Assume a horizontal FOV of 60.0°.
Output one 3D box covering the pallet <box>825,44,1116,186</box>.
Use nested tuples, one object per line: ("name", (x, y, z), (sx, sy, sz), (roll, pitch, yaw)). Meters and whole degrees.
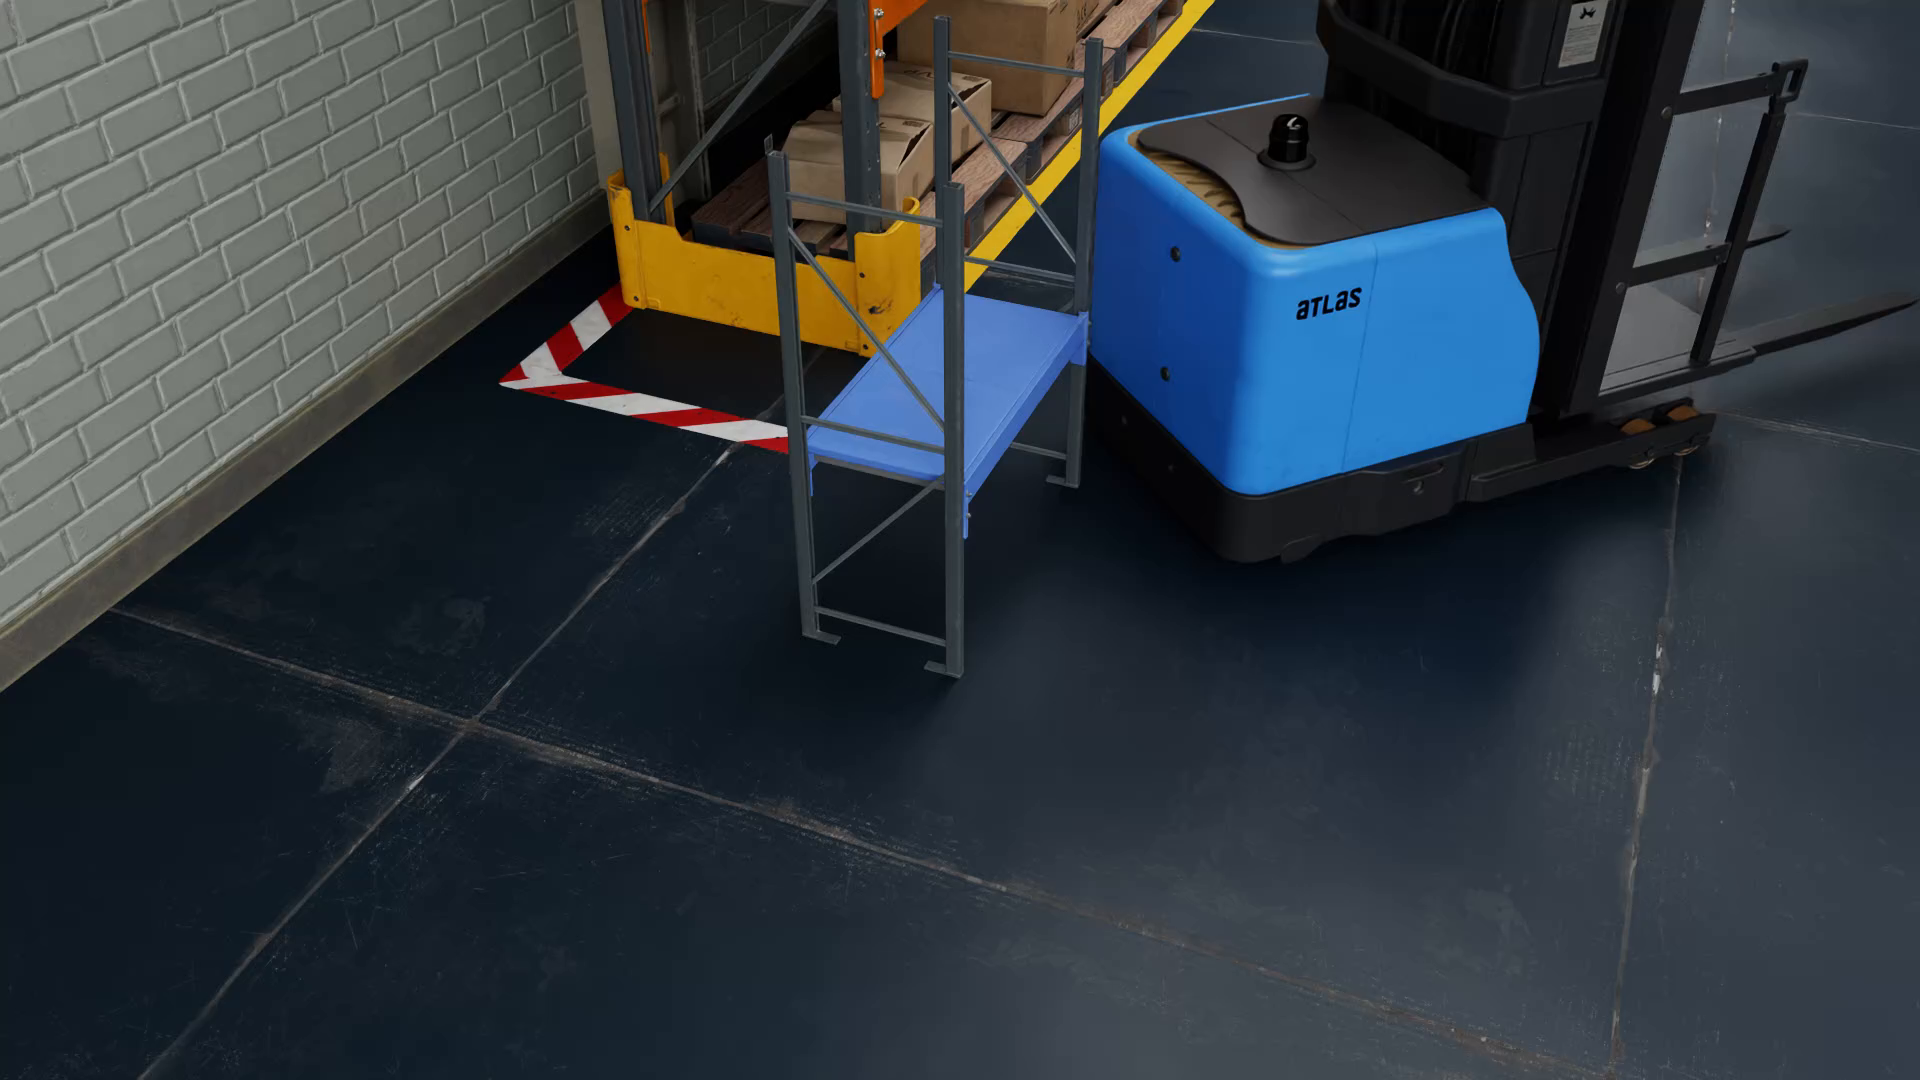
("pallet", (0.074, -2.085, 7.863), (1.003, 0.211, 1.213), (14, 39, 18))

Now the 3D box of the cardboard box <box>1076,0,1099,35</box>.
("cardboard box", (0.401, -2.851, 8.279), (0.500, 0.500, 0.500), (11, 38, 14))

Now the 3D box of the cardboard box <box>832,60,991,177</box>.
("cardboard box", (-0.199, -1.822, 7.061), (0.500, 0.311, 0.500), (17, 40, 21))

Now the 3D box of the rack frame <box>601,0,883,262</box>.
("rack frame", (-0.763, -2.045, 5.480), (1.000, 3.000, 0.127), (14, 39, 18))

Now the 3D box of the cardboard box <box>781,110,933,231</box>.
("cardboard box", (-0.416, -1.507, 6.639), (0.500, 0.311, 0.500), (10, 38, 13))

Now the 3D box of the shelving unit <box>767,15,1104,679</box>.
("shelving unit", (-0.032, -0.554, 4.738), (0.538, 1.500, 1.048), (14, 39, 18))

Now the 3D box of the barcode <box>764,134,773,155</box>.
("barcode", (-0.779, -1.612, 6.771), (0.001, 0.075, 0.075), (14, 39, 18))

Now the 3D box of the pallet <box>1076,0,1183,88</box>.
("pallet", (0.536, -2.763, 8.770), (1.003, 0.211, 1.213), (14, 39, 18))

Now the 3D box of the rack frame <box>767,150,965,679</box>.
("rack frame", (-0.226, -0.272, 4.361), (0.500, 1.500, 0.032), (14, 39, 18))

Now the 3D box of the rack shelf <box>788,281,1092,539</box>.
("rack shelf", (-0.032, -0.409, 4.845), (0.538, 0.185, 1.000), (14, 39, 18))

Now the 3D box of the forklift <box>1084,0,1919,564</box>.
("forklift", (1.979, -1.685, 5.056), (3.031, 2.935, 1.130), (-15, 39, -19))

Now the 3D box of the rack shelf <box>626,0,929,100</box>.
("rack shelf", (-0.002, -2.864, 7.177), (1.077, 0.370, 4.000), (14, 39, 18))

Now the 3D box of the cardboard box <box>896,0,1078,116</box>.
("cardboard box", (0.126, -2.293, 7.533), (0.700, 0.500, 0.500), (11, 38, 15))

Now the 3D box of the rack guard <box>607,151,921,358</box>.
("rack guard", (-0.734, -1.086, 6.285), (1.175, 0.500, 0.348), (14, 39, 18))

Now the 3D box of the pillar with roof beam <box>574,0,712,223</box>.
("pillar with roof beam", (2.685, -4.052, 3.155), (9.100, 9.000, 0.400), (14, 39, 18))

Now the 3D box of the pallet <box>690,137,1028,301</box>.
("pallet", (-0.392, -1.412, 6.963), (1.003, 0.211, 1.213), (14, 39, 18))

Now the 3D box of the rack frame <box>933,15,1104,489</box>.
("rack frame", (0.161, -0.835, 5.114), (0.500, 1.500, 0.032), (14, 39, 18))
